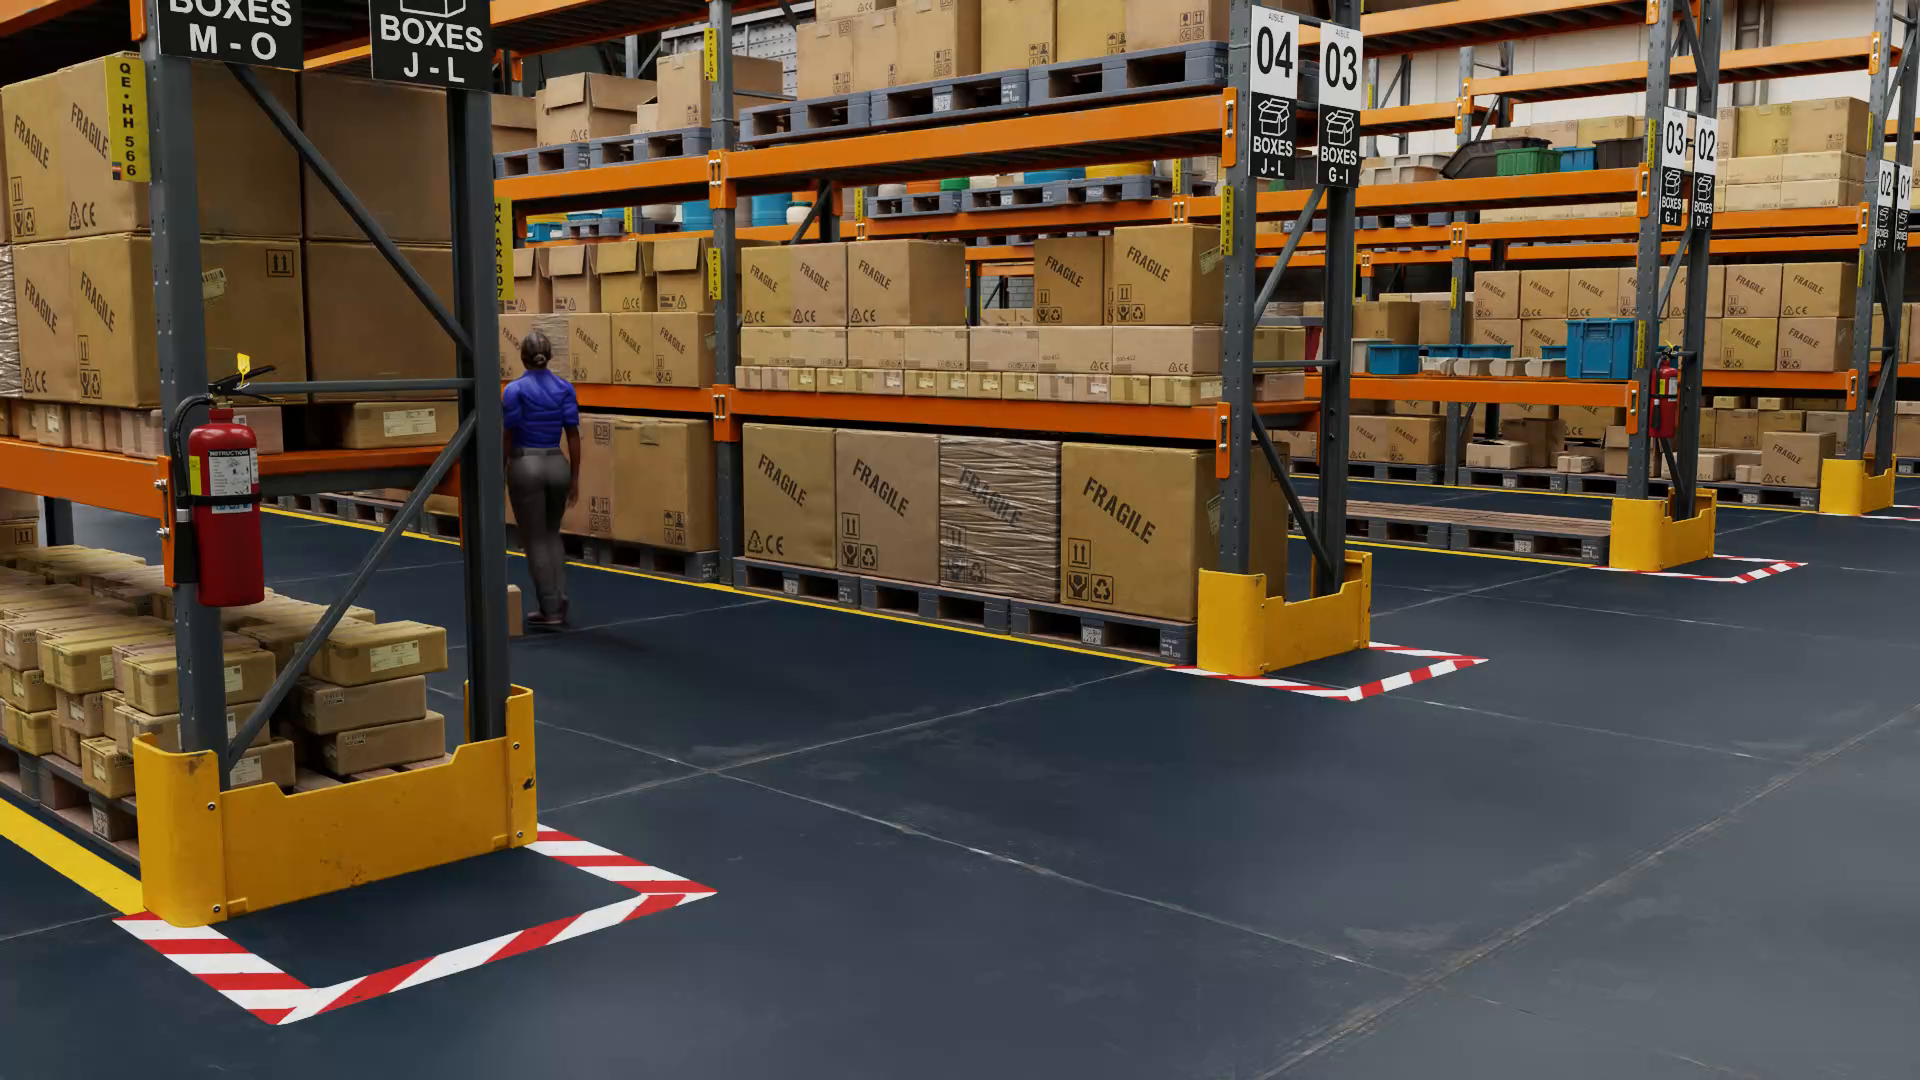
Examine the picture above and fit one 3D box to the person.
[{"bbox_3d":[-2.388,-0.316,9.350,0.440,1.704,0.475,-6,10,-41],"label":"person"}]
